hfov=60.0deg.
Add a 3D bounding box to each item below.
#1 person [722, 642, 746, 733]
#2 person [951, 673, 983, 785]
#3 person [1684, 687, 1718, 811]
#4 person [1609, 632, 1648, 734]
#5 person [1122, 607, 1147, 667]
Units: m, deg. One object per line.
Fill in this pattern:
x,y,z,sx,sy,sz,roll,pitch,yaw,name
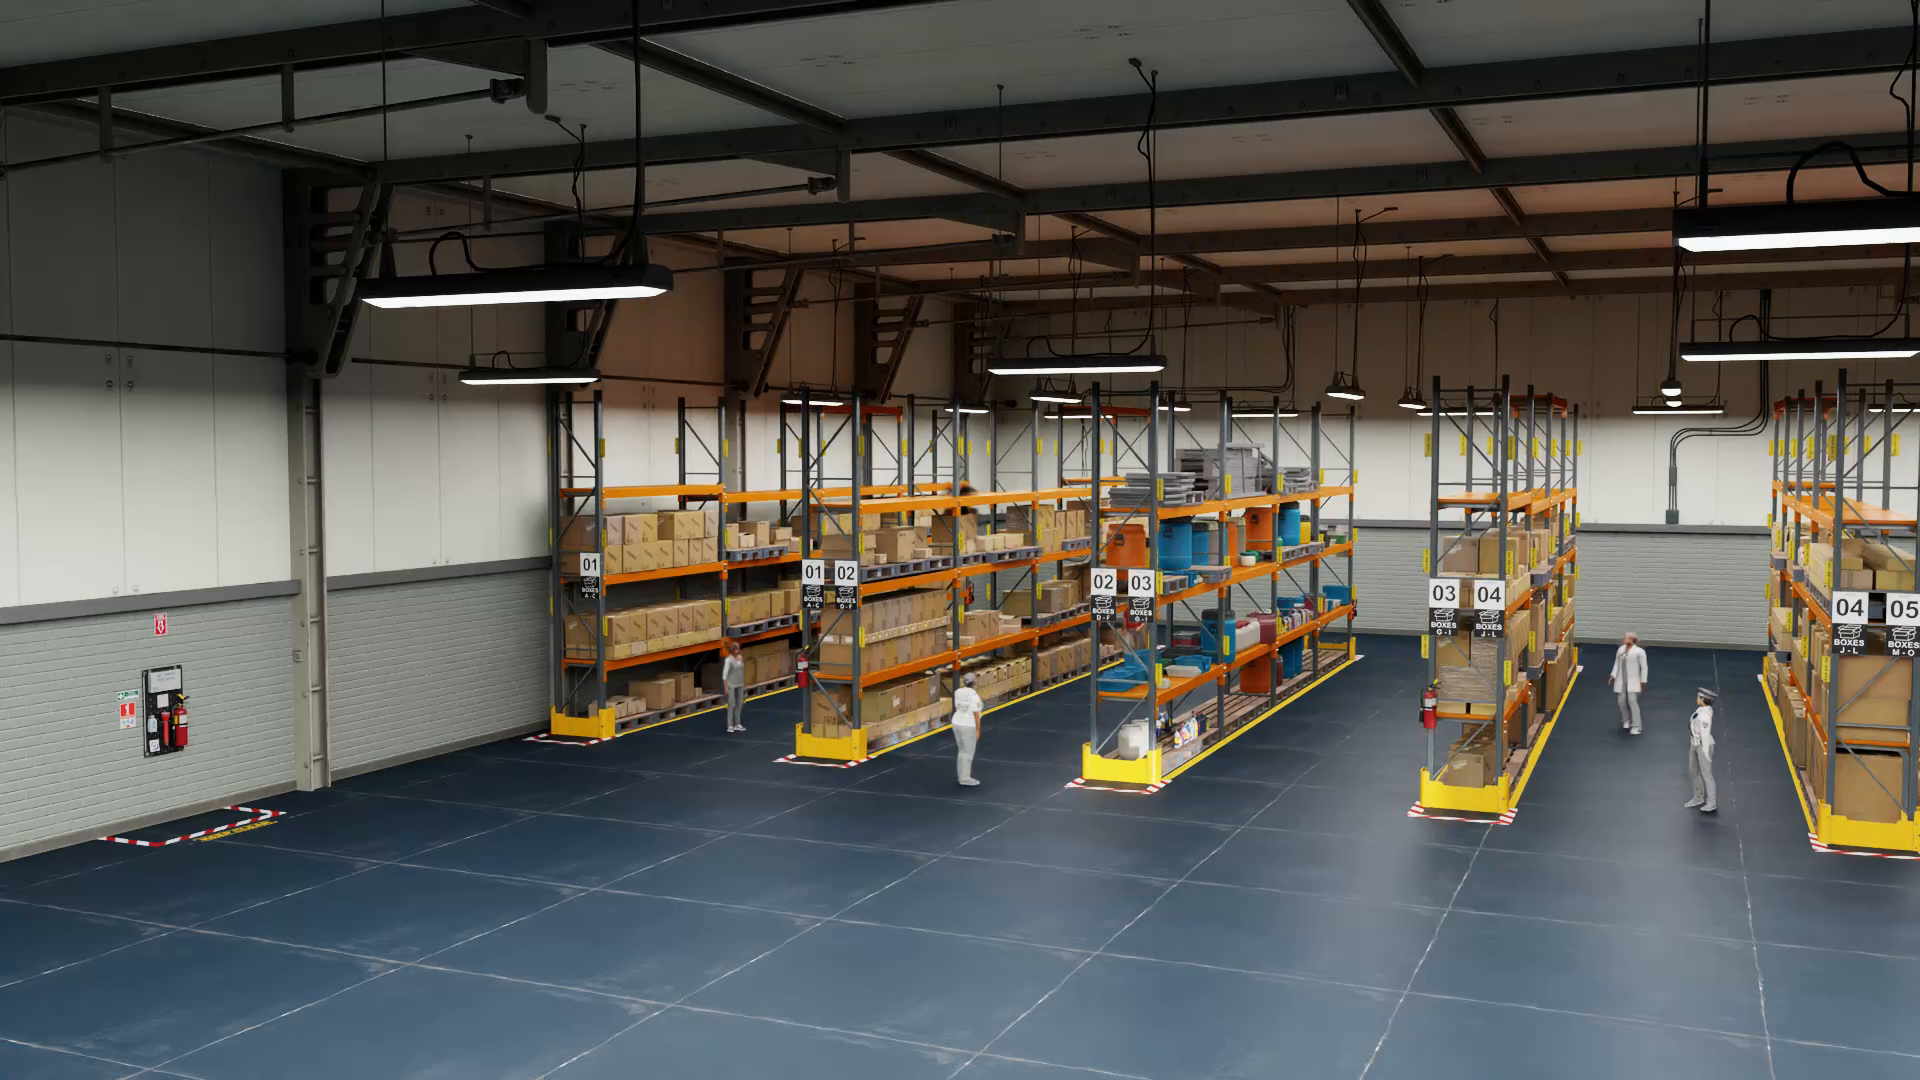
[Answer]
-3.976,2.587,29.330,0.339,1.601,0.499,3,4,40,person
0.113,2.802,24.707,0.405,1.675,0.504,-2,4,-35,person
10.261,2.893,23.056,0.391,1.723,0.621,1,3,10,person
11.833,2.528,29.508,0.650,1.797,0.647,-3,4,-43,person
3.914,2.113,37.374,0.621,1.719,0.976,1,3,23,person
